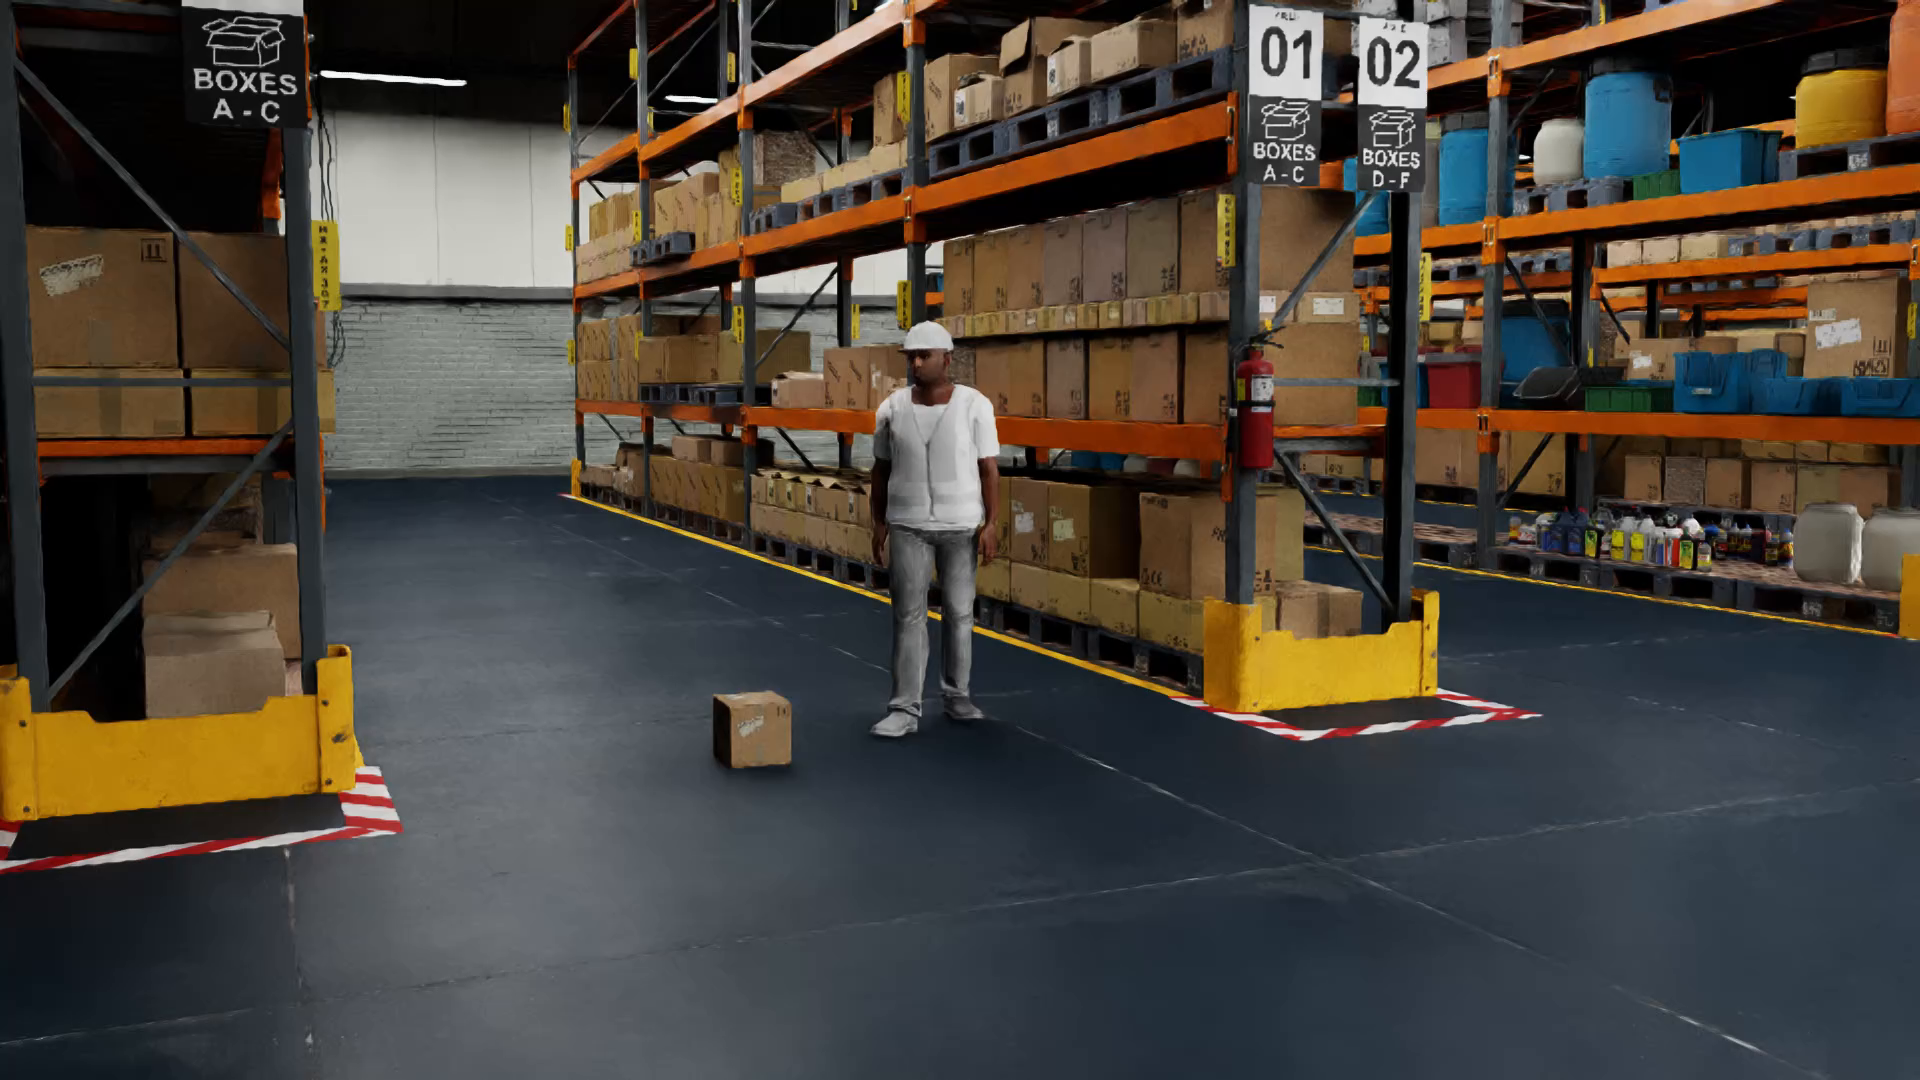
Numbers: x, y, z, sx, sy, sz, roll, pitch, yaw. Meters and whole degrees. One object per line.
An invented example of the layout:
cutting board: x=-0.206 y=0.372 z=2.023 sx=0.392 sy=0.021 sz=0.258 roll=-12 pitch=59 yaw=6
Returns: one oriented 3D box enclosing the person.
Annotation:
person: x=-0.114 y=-0.055 z=7.179 sx=0.570 sy=1.769 sz=0.601 roll=0 pitch=5 yaw=4
